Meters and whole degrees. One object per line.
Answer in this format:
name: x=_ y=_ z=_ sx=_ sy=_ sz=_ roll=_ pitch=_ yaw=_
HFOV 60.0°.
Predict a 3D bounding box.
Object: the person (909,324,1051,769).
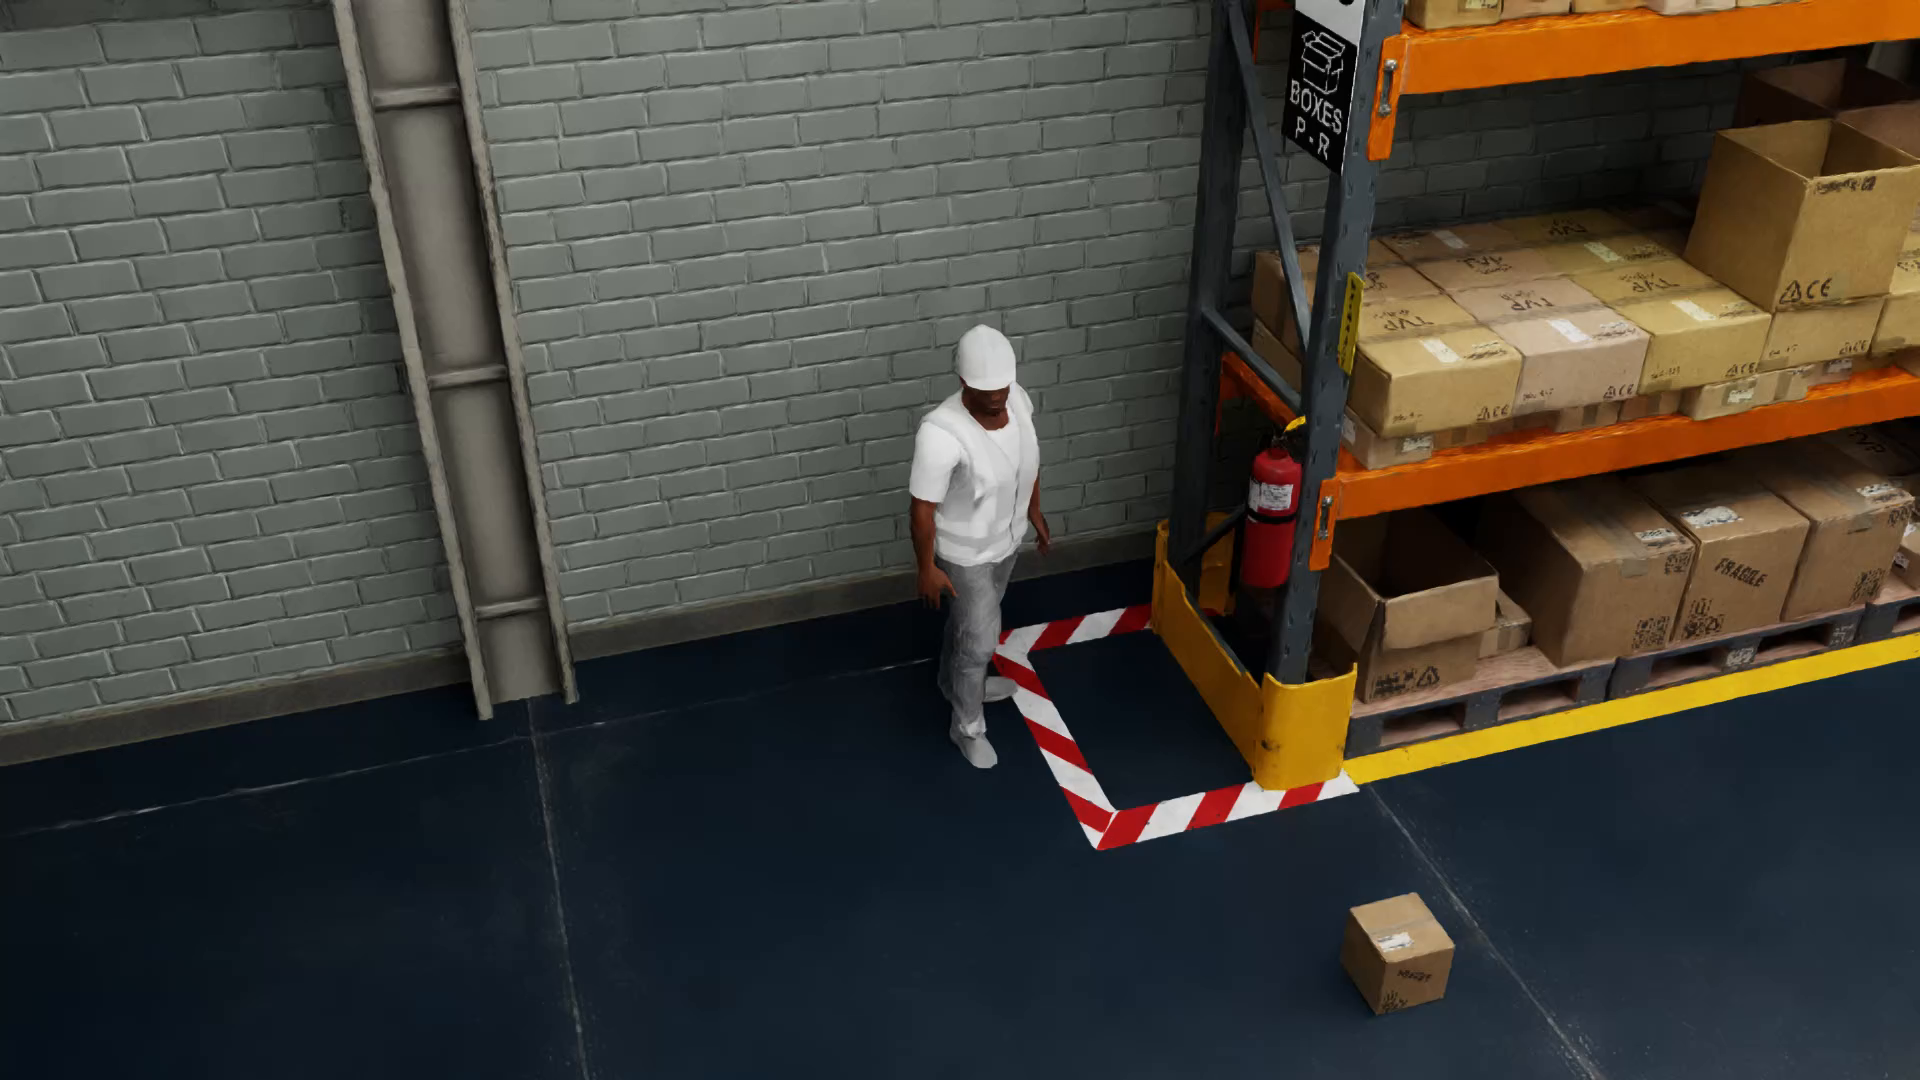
person: x=0.066 y=0.019 z=6.130 sx=0.457 sy=1.824 sz=0.604 roll=20 pitch=39 yaw=28
